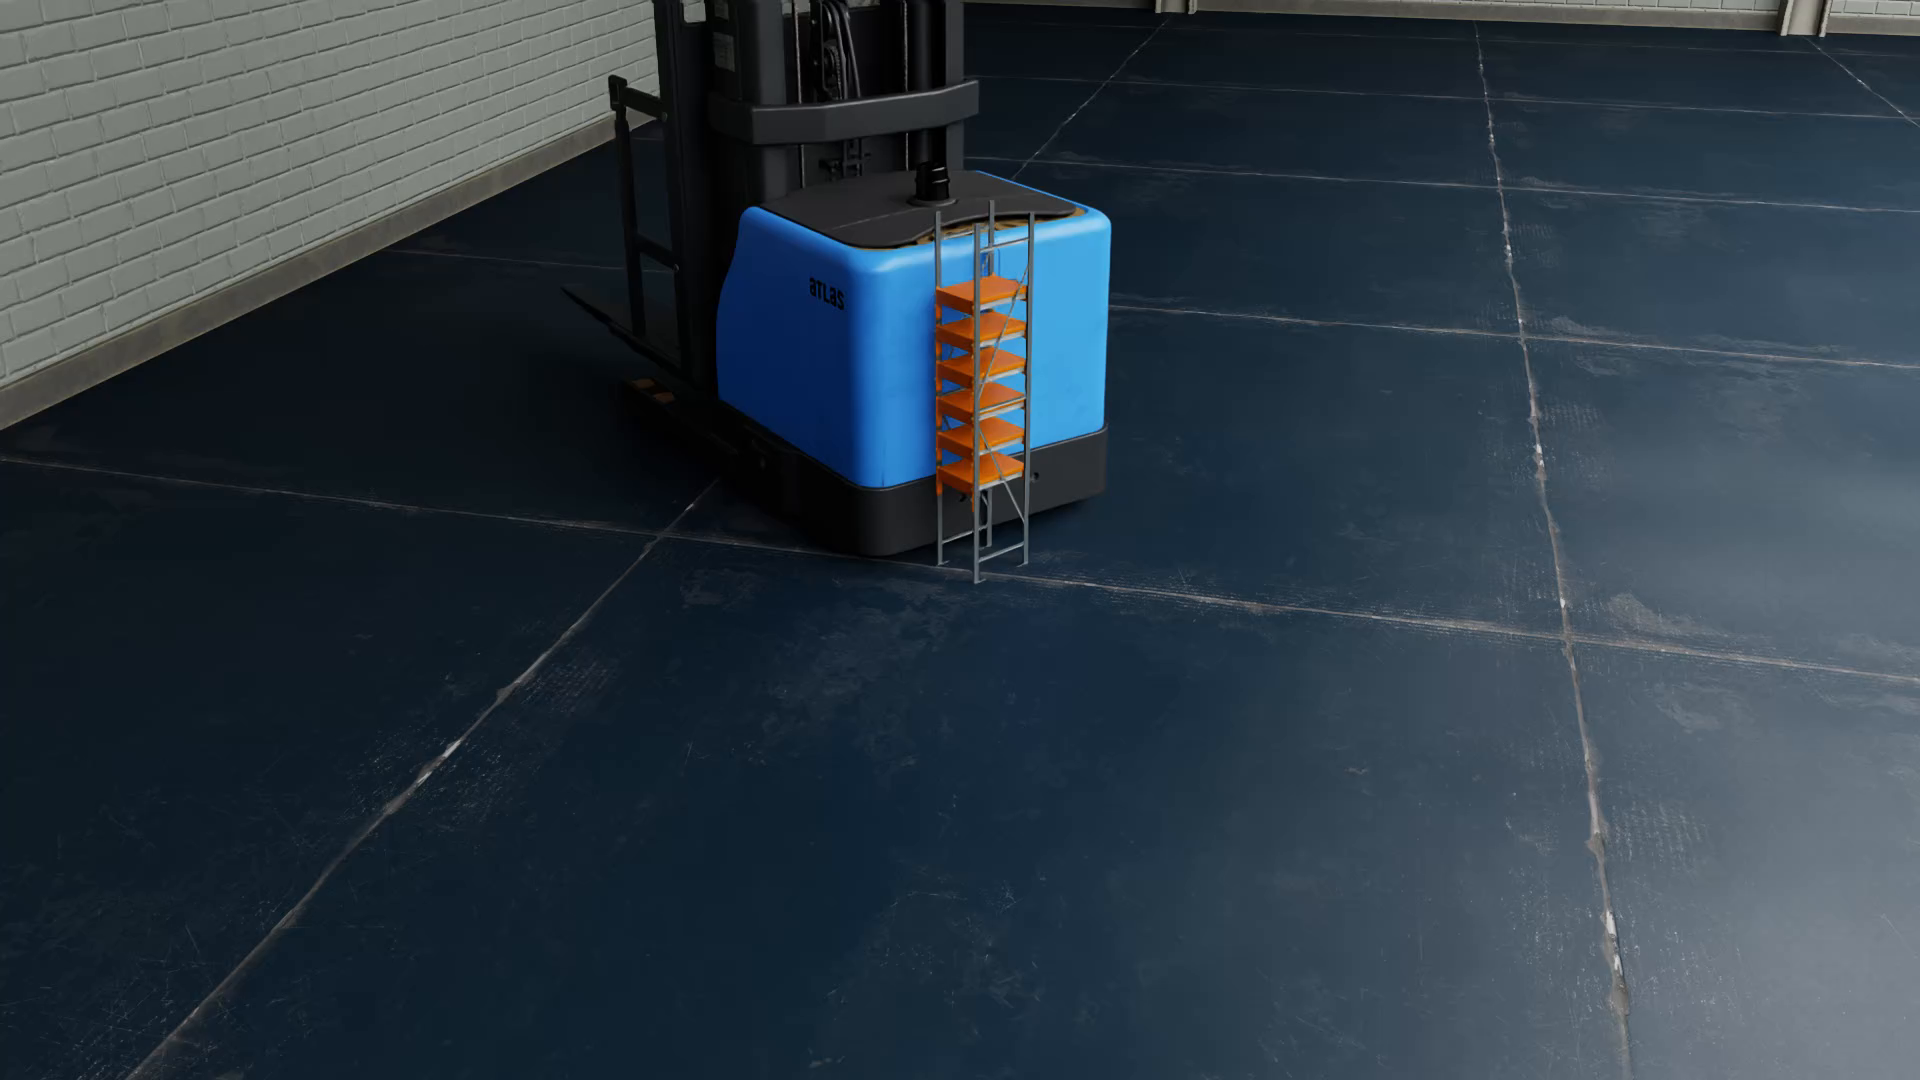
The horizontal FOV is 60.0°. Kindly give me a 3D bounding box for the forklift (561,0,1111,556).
[{"bbox_3d":[-0.723,-1.851,6.228,1.130,2.935,3.031,-16,30,-31],"label":"forklift"}]

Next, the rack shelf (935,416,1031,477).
[{"bbox_3d":[0.075,-0.308,5.385,0.258,0.103,0.180,-20,32,-36],"label":"rack shelf"}]

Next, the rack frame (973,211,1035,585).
[{"bbox_3d":[0.135,-0.427,5.251,0.240,1.200,0.006,-20,32,-36],"label":"rack frame"}]

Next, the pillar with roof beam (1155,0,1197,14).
[{"bbox_3d":[1.175,-7.775,11.613,0.400,9.000,9.100,6,26,13],"label":"pillar with roof beam"}]

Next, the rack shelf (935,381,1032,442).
[{"bbox_3d":[0.075,-0.417,5.333,0.258,0.103,0.180,-20,32,-36],"label":"rack shelf"}]

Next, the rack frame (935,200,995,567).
[{"bbox_3d":[0.016,-0.487,5.377,0.240,1.200,0.006,-20,32,-36],"label":"rack frame"}]

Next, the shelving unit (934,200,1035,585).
[{"bbox_3d":[0.075,-0.457,5.314,0.258,1.200,0.189,-20,32,-36],"label":"shelving unit"}]

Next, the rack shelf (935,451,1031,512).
[{"bbox_3d":[0.075,-0.200,5.436,0.258,0.103,0.180,-20,32,-36],"label":"rack shelf"}]

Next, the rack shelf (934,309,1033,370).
[{"bbox_3d":[0.075,-0.633,5.230,0.258,0.103,0.180,-20,32,-36],"label":"rack shelf"}]

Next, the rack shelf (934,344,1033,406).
[{"bbox_3d":[0.075,-0.525,5.281,0.258,0.103,0.180,-20,32,-36],"label":"rack shelf"}]

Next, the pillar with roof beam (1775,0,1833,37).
[{"bbox_3d":[6.986,-7.133,10.263,0.400,9.000,9.100,6,26,13],"label":"pillar with roof beam"}]

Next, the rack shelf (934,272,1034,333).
[{"bbox_3d":[0.075,-0.742,5.178,0.258,0.103,0.180,-20,32,-36],"label":"rack shelf"}]
